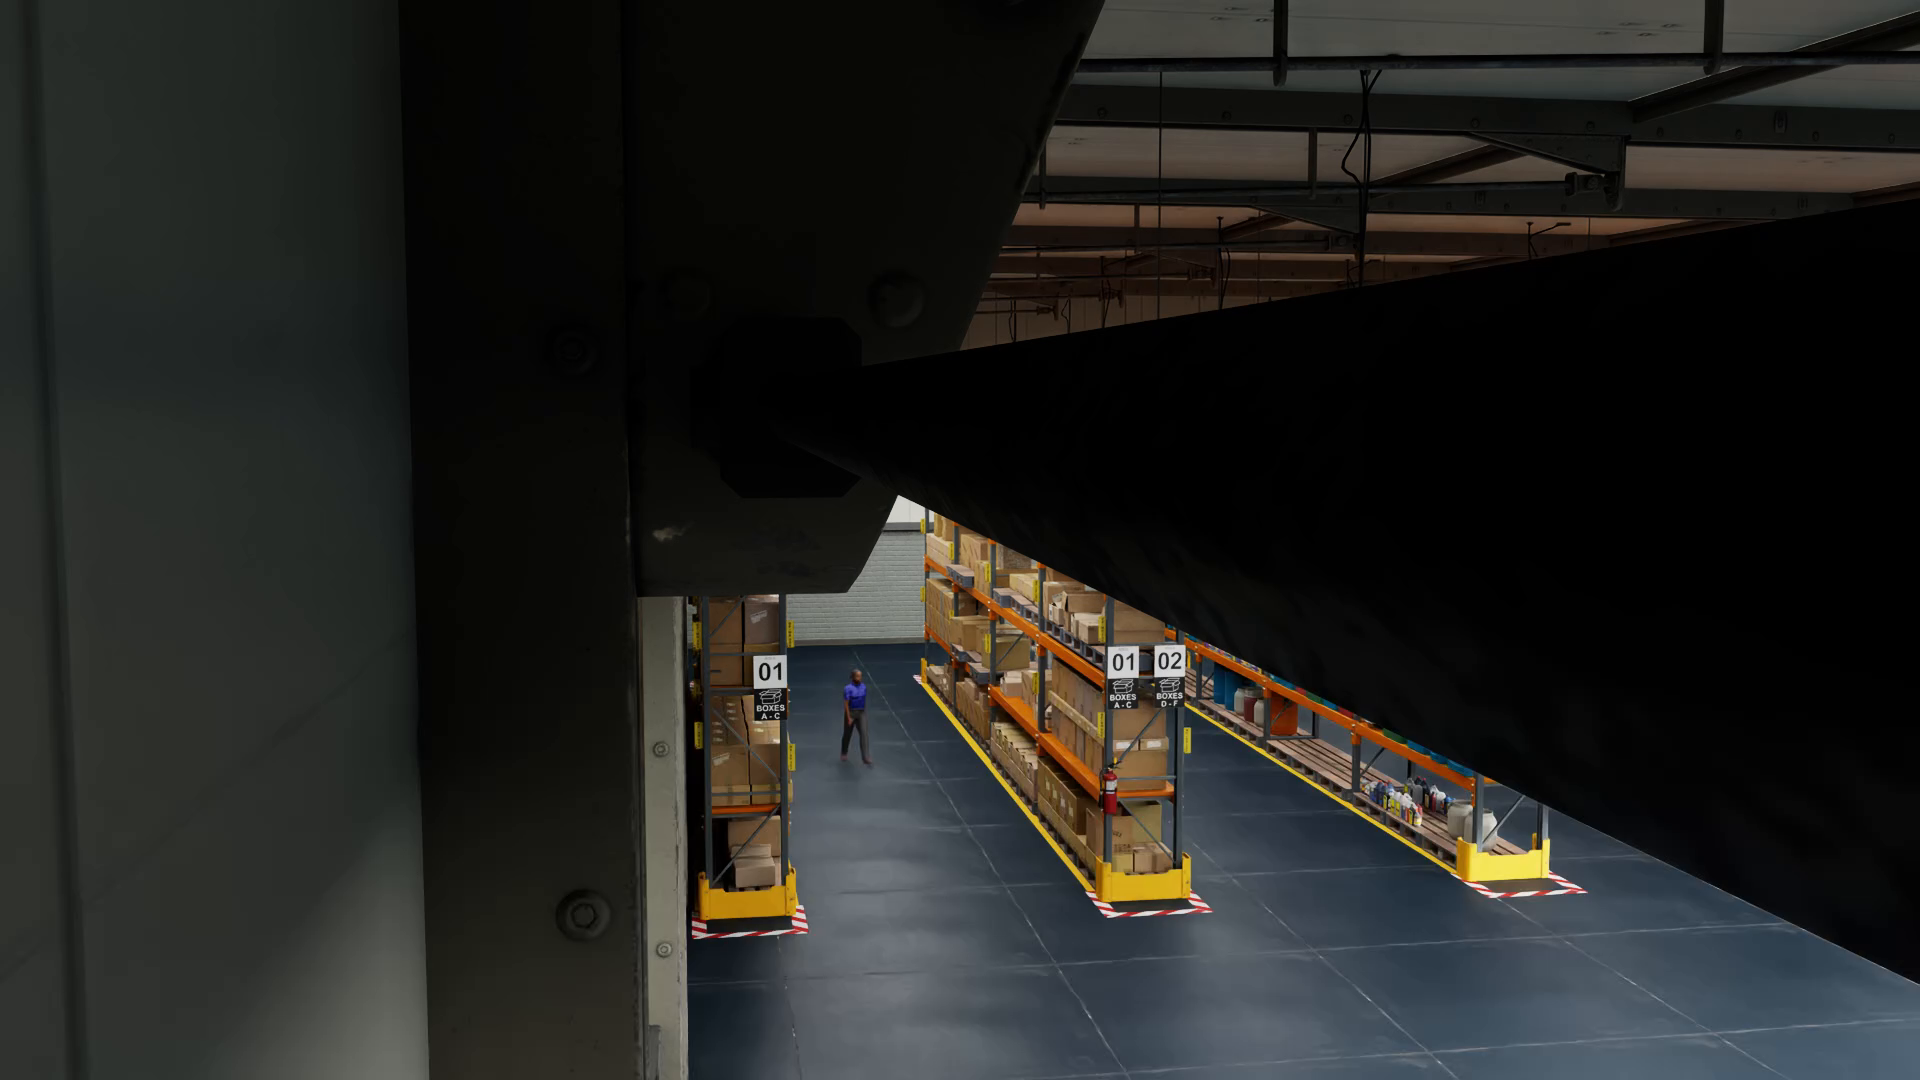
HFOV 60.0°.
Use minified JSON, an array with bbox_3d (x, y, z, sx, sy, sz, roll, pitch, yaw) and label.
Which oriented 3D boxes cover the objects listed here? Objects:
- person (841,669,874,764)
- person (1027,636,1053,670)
[{"bbox_3d":[-1.767,3.007,28.372,0.472,1.619,0.929,-3,6,-30],"label":"person"},{"bbox_3d":[1.808,2.357,35.651,0.727,1.688,0.633,0,5,0],"label":"person"}]
